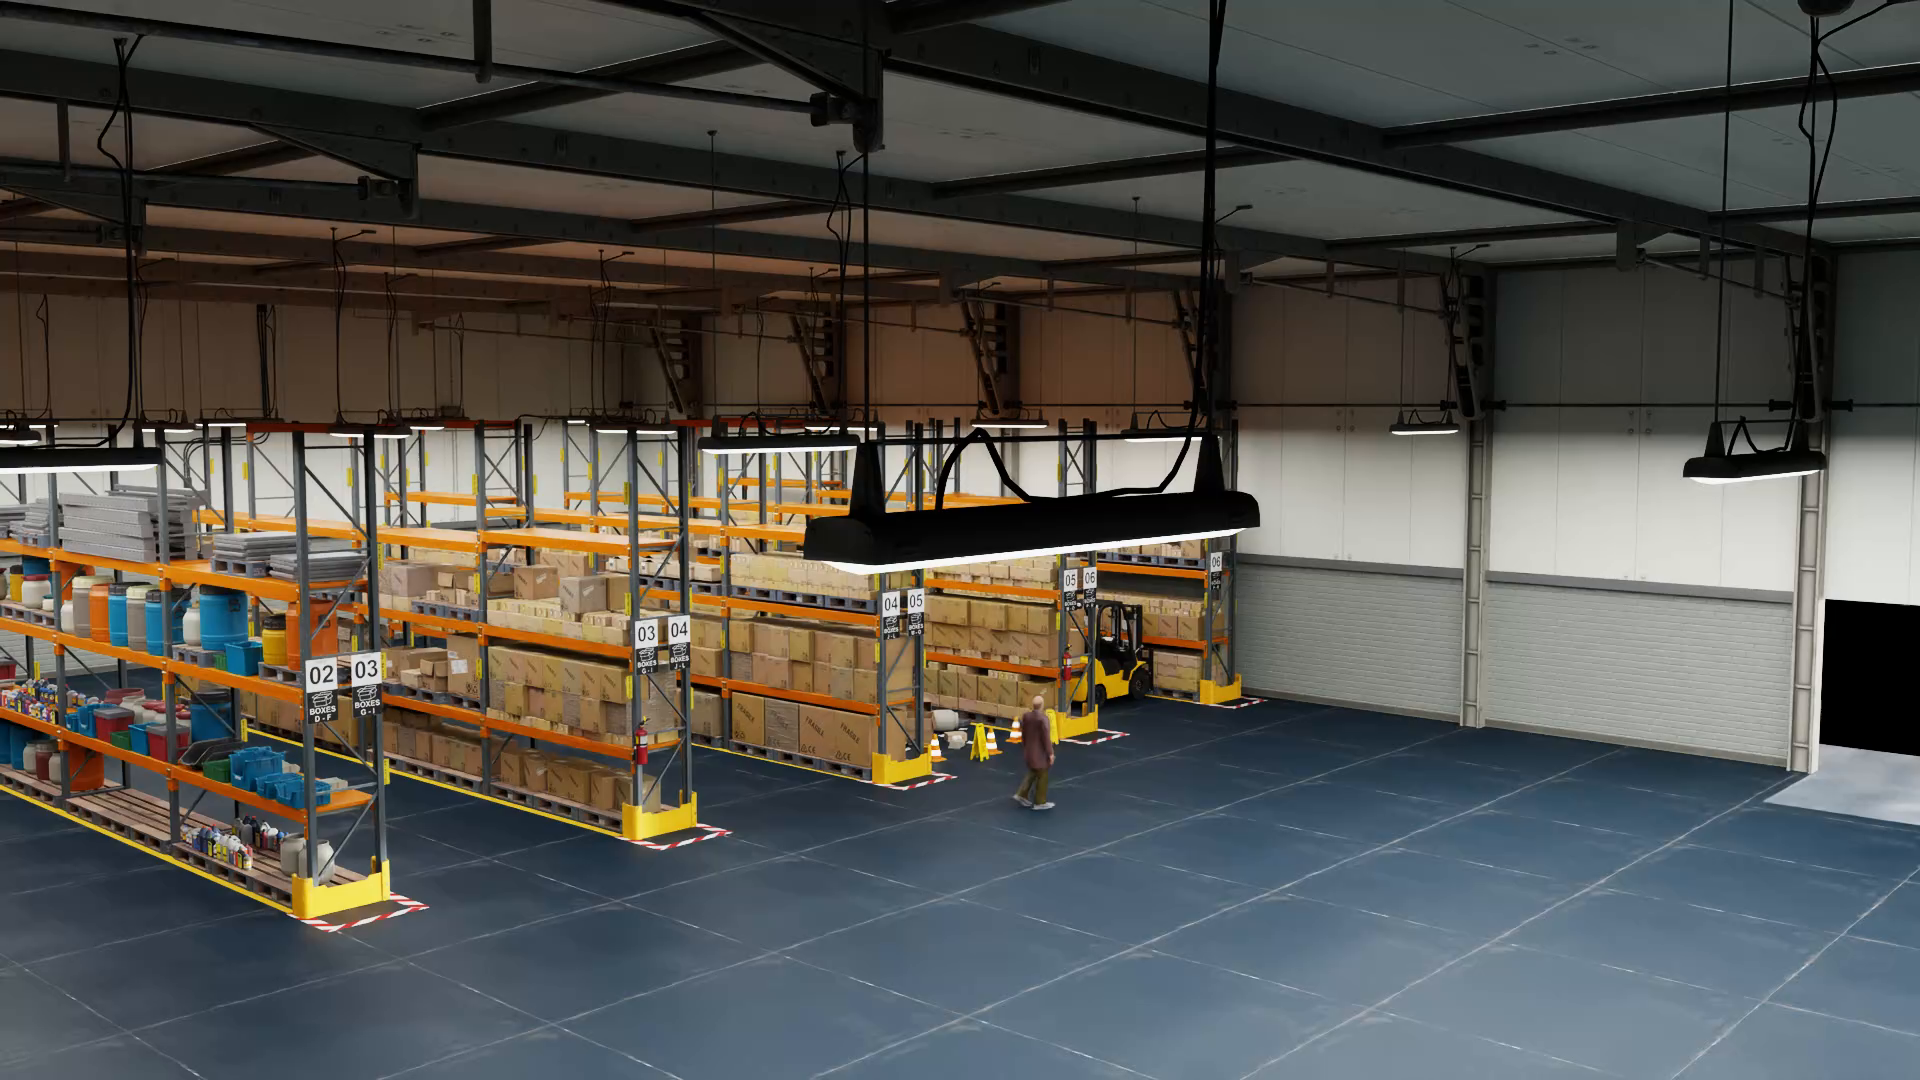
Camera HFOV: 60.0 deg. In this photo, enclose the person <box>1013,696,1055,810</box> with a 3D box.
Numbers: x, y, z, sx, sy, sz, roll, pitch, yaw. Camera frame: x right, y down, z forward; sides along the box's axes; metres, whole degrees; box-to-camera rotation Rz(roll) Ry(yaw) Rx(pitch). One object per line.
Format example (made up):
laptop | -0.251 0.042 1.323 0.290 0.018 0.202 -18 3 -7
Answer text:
person | 1.196 3.328 26.028 0.557 1.789 0.660 -3 6 -35
